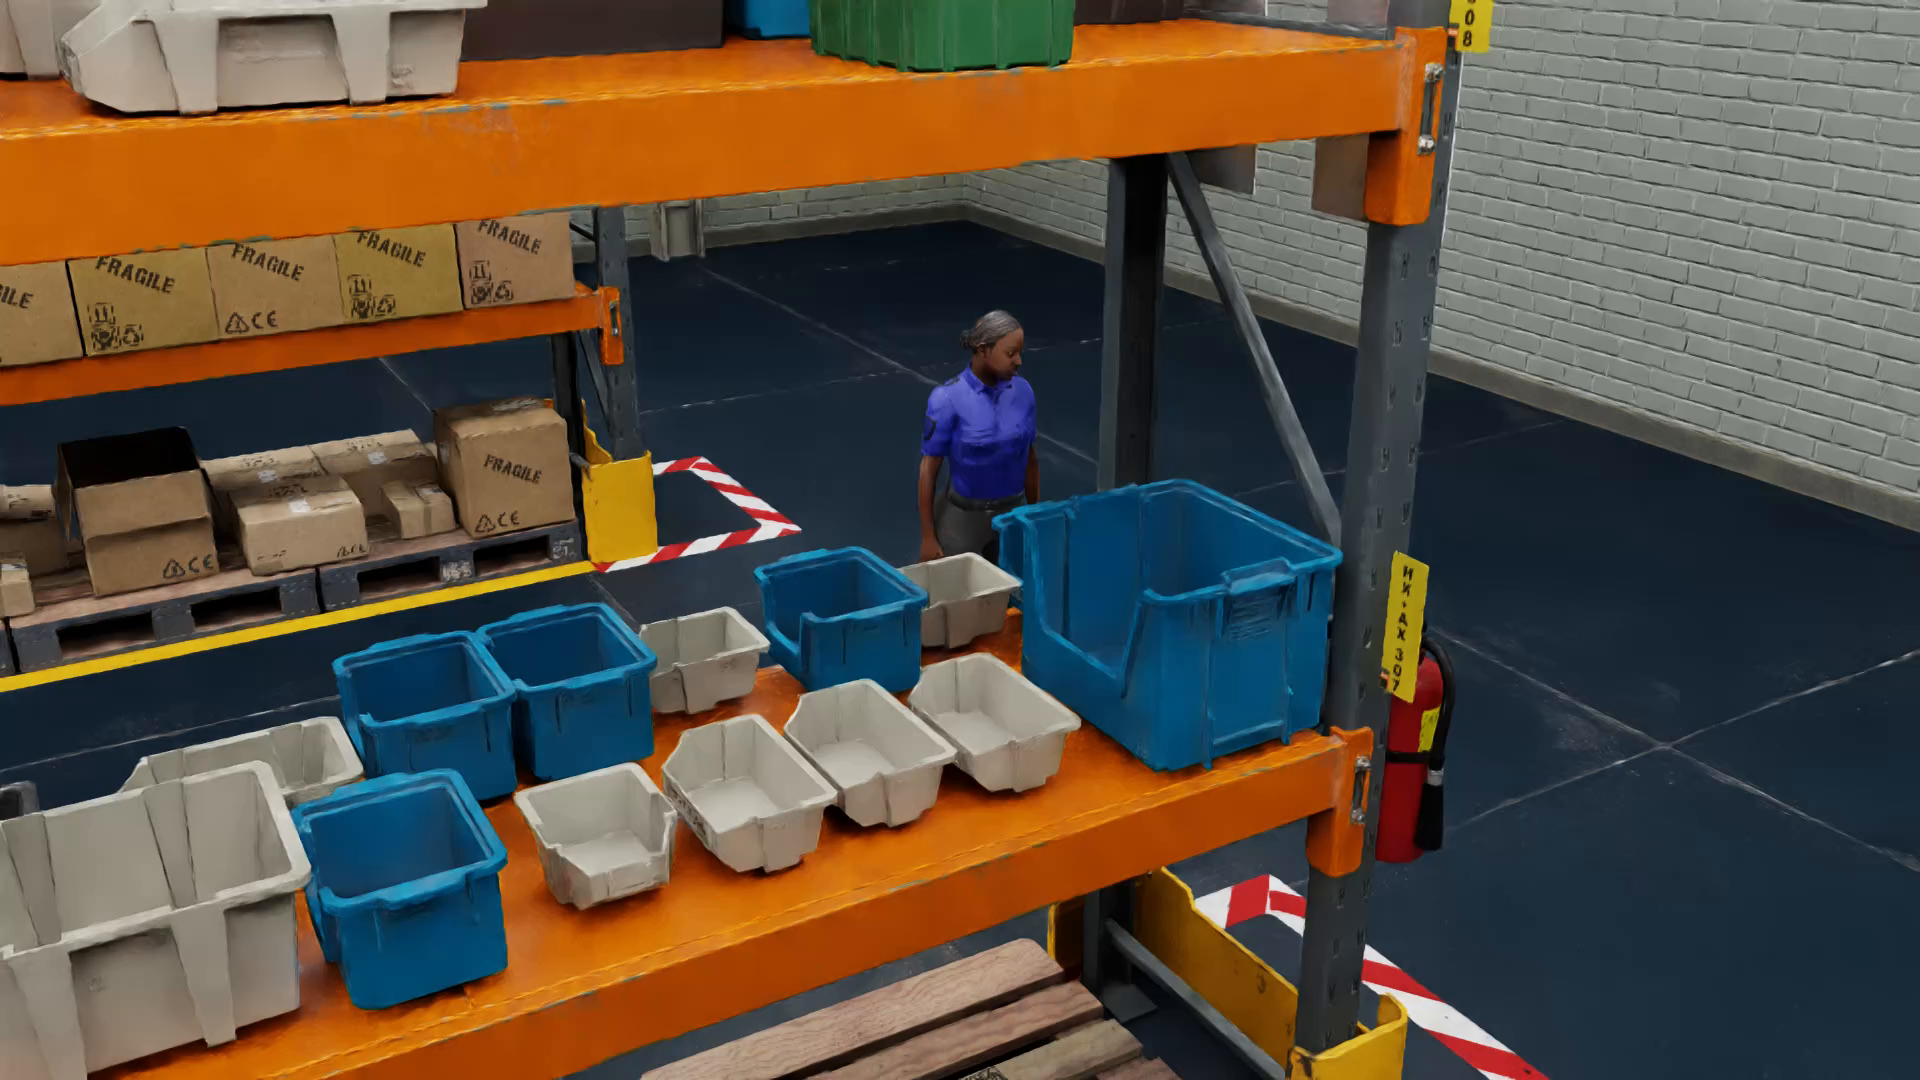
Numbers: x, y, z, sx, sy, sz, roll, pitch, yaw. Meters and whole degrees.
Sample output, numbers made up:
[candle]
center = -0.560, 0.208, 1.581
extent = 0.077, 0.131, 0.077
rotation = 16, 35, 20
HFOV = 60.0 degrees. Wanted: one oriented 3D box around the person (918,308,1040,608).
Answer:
[person]
center = 0.047, -0.065, 6.212
extent = 0.570, 1.645, 0.459
rotation = -11, 24, -26
